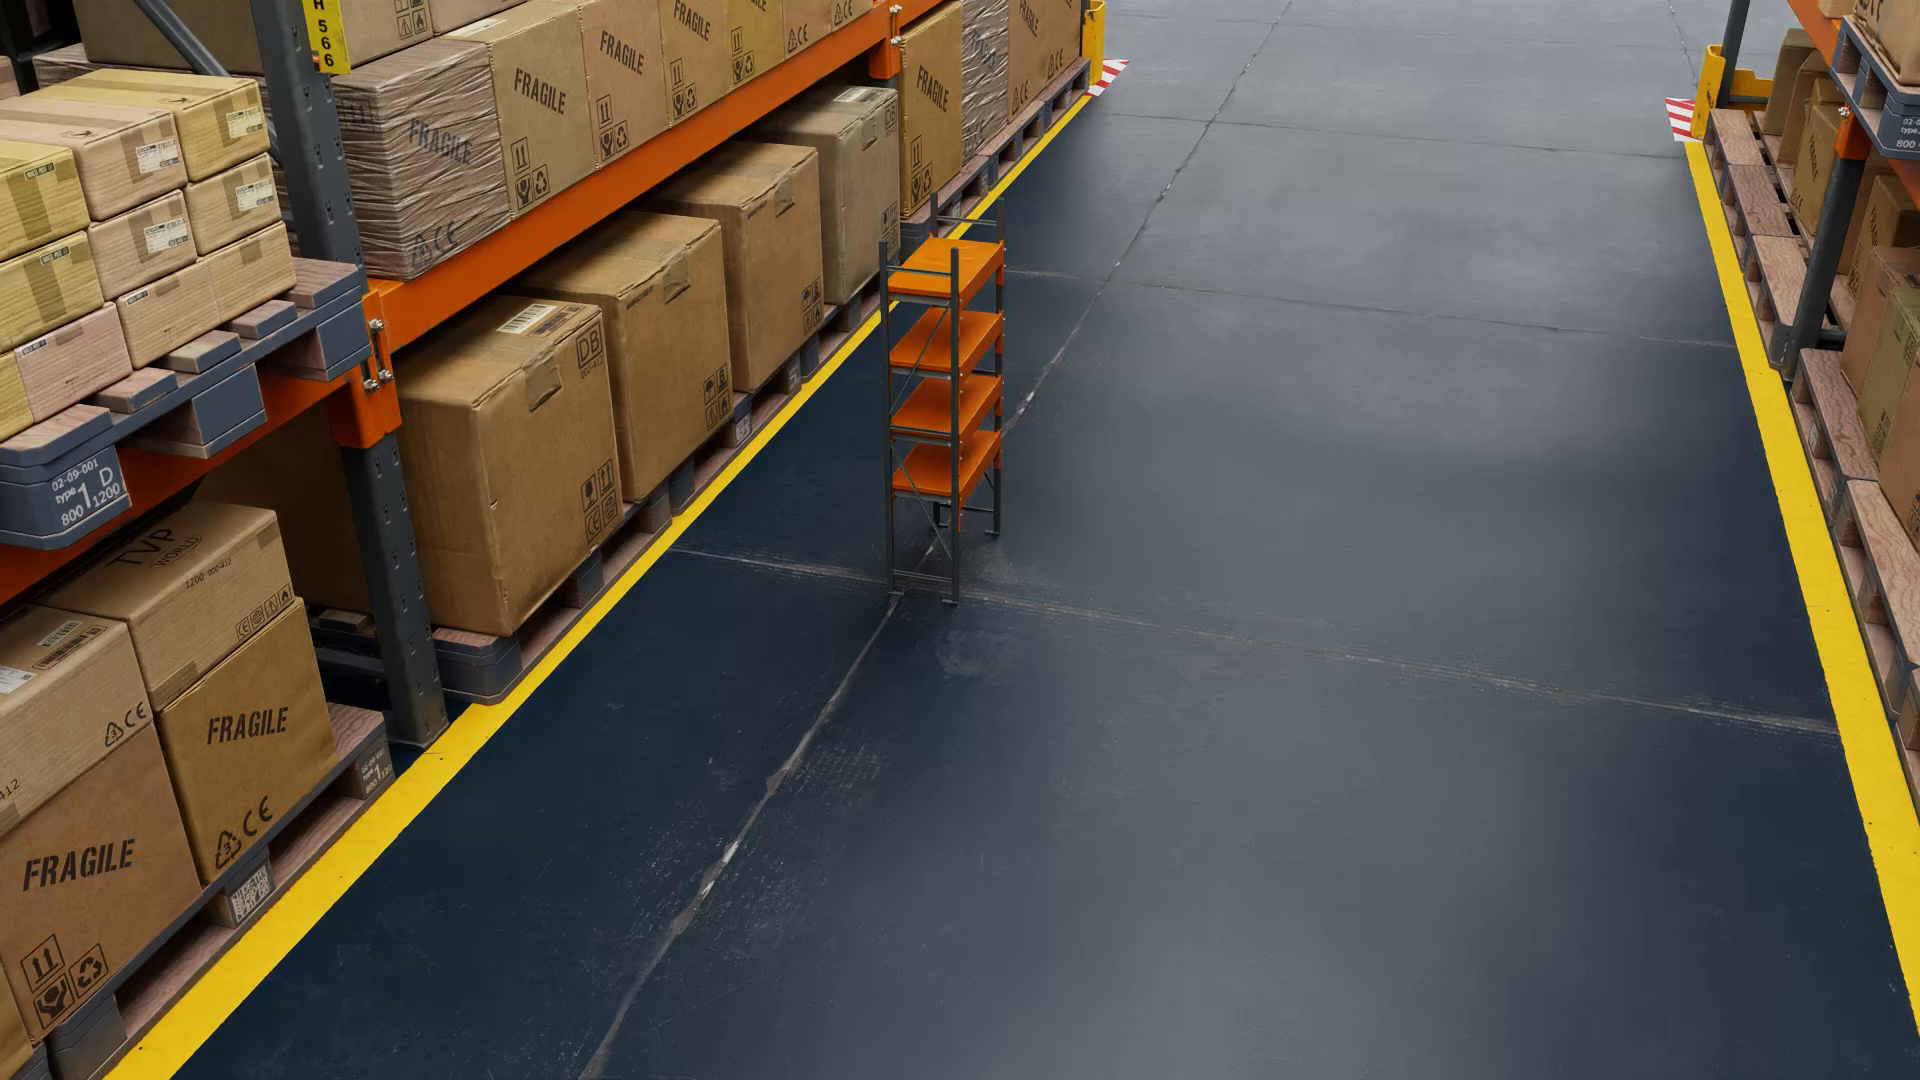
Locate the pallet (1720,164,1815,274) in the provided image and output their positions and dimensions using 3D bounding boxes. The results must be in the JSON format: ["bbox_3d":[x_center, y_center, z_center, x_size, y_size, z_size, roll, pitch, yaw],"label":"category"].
[{"bbox_3d":[4.443,-1.587,8.386,1.003,0.211,1.213,8,30,15],"label":"pallet"}]

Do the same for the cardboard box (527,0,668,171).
[{"bbox_3d":[-1.278,-1.500,5.258,0.500,0.500,0.500,8,30,15],"label":"cardboard box"}]

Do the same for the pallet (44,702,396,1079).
[{"bbox_3d":[-2.193,0.766,4.156,1.003,0.211,1.213,8,30,15],"label":"pallet"}]

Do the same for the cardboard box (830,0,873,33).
[{"bbox_3d":[-0.686,-2.437,6.943,0.500,0.500,0.500,8,30,15],"label":"cardboard box"}]

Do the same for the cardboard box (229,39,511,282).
[{"bbox_3d":[-1.573,-1.029,4.412,0.500,0.500,0.500,9,30,15],"label":"cardboard box"}]

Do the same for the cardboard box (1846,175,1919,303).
[{"bbox_3d":[4.079,-1.191,6.945,0.500,0.500,0.500,8,30,13],"label":"cardboard box"}]

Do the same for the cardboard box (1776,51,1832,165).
[{"bbox_3d":[4.756,-2.299,8.937,0.500,0.500,0.500,17,33,28],"label":"cardboard box"}]

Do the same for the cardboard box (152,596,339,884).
[{"bbox_3d":[-1.906,0.437,4.019,0.500,0.500,0.500,8,30,15],"label":"cardboard box"}]

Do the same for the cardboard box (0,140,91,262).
[{"bbox_3d":[-1.821,-0.618,2.989,0.380,0.149,0.250,9,30,16],"label":"cardboard box"}]

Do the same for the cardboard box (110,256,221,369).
[{"bbox_3d":[-1.742,-0.479,3.352,0.380,0.149,0.250,8,30,15],"label":"cardboard box"}]

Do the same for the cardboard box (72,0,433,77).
[{"bbox_3d":[-1.821,-1.503,4.235,0.700,0.500,0.500,8,30,15],"label":"cardboard box"}]

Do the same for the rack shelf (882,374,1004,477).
[{"bbox_3d":[-0.049,-0.389,5.353,0.258,0.148,0.480,8,30,15],"label":"rack shelf"}]

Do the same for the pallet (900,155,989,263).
[{"bbox_3d":[-0.490,-1.798,8.765,1.003,0.211,1.213,8,30,15],"label":"pallet"}]

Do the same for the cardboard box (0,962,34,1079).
[{"bbox_3d":[-2.201,0.925,3.140,0.500,0.500,0.500,7,30,13],"label":"cardboard box"}]

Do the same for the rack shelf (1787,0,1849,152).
[{"bbox_3d":[4.511,-2.535,7.961,1.077,0.370,4.000,8,30,15],"label":"rack shelf"}]

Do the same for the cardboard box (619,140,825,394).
[{"bbox_3d":[-1.171,-1.126,6.570,1.050,0.750,0.750,8,30,15],"label":"cardboard box"}]

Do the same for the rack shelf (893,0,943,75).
[{"bbox_3d":[-0.201,-3.289,9.317,1.077,0.370,4.000,8,30,15],"label":"rack shelf"}]

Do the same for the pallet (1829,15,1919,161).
[{"bbox_3d":[3.560,-1.501,5.561,1.003,0.211,1.213,8,30,15],"label":"pallet"}]

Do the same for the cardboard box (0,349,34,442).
[{"bbox_3d":[-1.894,-0.244,2.930,0.380,0.149,0.250,8,30,14],"label":"cardboard box"}]

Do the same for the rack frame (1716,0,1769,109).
[{"bbox_3d":[5.098,-3.778,9.457,1.000,3.000,0.127,8,30,15],"label":"rack frame"}]

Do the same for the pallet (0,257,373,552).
[{"bbox_3d":[-2.070,-0.385,3.554,1.213,0.211,1.003,8,30,15],"label":"pallet"}]

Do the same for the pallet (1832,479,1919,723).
[{"bbox_3d":[3.340,0.230,5.120,1.003,0.211,1.213,8,30,15],"label":"pallet"}]

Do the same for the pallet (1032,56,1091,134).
[{"bbox_3d":[0.226,-2.932,10.803,1.003,0.211,1.213,8,30,15],"label":"pallet"}]

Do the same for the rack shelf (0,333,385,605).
[{"bbox_3d":[-2.549,0.428,2.634,1.077,0.370,4.000,8,30,15],"label":"rack shelf"}]

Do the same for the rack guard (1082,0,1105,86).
[{"bbox_3d":[0.393,-3.452,11.441,1.175,0.500,0.348,8,30,15],"label":"rack guard"}]

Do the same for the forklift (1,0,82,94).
[{"bbox_3d":[-3.805,-2.132,6.568,1.130,2.935,3.031,0,29,1],"label":"forklift"}]

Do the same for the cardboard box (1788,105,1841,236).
[{"bbox_3d":[4.347,-1.758,7.964,0.500,0.500,0.500,6,30,10],"label":"cardboard box"}]

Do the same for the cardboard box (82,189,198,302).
[{"bbox_3d":[-1.749,-0.600,3.264,0.380,0.149,0.250,10,31,17],"label":"cardboard box"}]

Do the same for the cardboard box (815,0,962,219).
[{"bbox_3d":[-0.537,-2.212,8.394,0.875,0.875,0.875,9,30,16],"label":"cardboard box"}]

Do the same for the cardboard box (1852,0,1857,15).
[{"bbox_3d":[3.788,-2.066,6.638,0.380,0.149,0.250,8,30,15],"label":"cardboard box"}]

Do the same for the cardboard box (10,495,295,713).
[{"bbox_3d":[-1.913,0.121,3.815,0.500,0.250,0.500,8,30,14],"label":"cardboard box"}]

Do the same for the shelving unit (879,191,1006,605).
[{"bbox_3d":[-0.049,-0.447,5.320,0.258,1.200,0.503,8,30,15],"label":"shelving unit"}]

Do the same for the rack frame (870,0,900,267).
[{"bbox_3d":[-0.788,-2.674,7.472,1.000,3.000,0.127,8,30,15],"label":"rack frame"}]

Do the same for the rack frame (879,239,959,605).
[{"bbox_3d":[-0.120,-0.334,5.116,0.240,1.200,0.015,8,30,15],"label":"rack frame"}]

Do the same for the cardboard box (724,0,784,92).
[{"bbox_3d":[-0.983,-1.968,6.099,0.500,0.500,0.500,9,30,15],"label":"cardboard box"}]

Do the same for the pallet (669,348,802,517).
[{"bbox_3d":[-1.299,-0.518,6.463,1.003,0.211,1.213,8,30,15],"label":"pallet"}]

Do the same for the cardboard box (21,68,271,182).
[{"bbox_3d":[-1.668,-0.856,3.417,0.380,0.149,0.250,7,30,13],"label":"cardboard box"}]

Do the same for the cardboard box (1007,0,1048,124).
[{"bbox_3d":[-0.006,-3.054,9.909,0.875,0.875,0.875,8,30,14],"label":"cardboard box"}]

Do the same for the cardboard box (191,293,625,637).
[{"bbox_3d":[-1.698,-0.286,5.061,1.050,0.750,0.750,8,30,14],"label":"cardboard box"}]

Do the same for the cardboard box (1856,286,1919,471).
[{"bbox_3d":[3.565,-0.518,5.715,0.700,0.500,0.500,8,30,15],"label":"cardboard box"}]

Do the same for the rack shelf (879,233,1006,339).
[{"bbox_3d":[-0.049,-0.791,5.129,0.258,0.148,0.480,8,30,15],"label":"rack shelf"}]

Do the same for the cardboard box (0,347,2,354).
[{"bbox_3d":[-1.897,-0.361,2.835,0.380,0.149,0.250,9,30,15],"label":"cardboard box"}]
